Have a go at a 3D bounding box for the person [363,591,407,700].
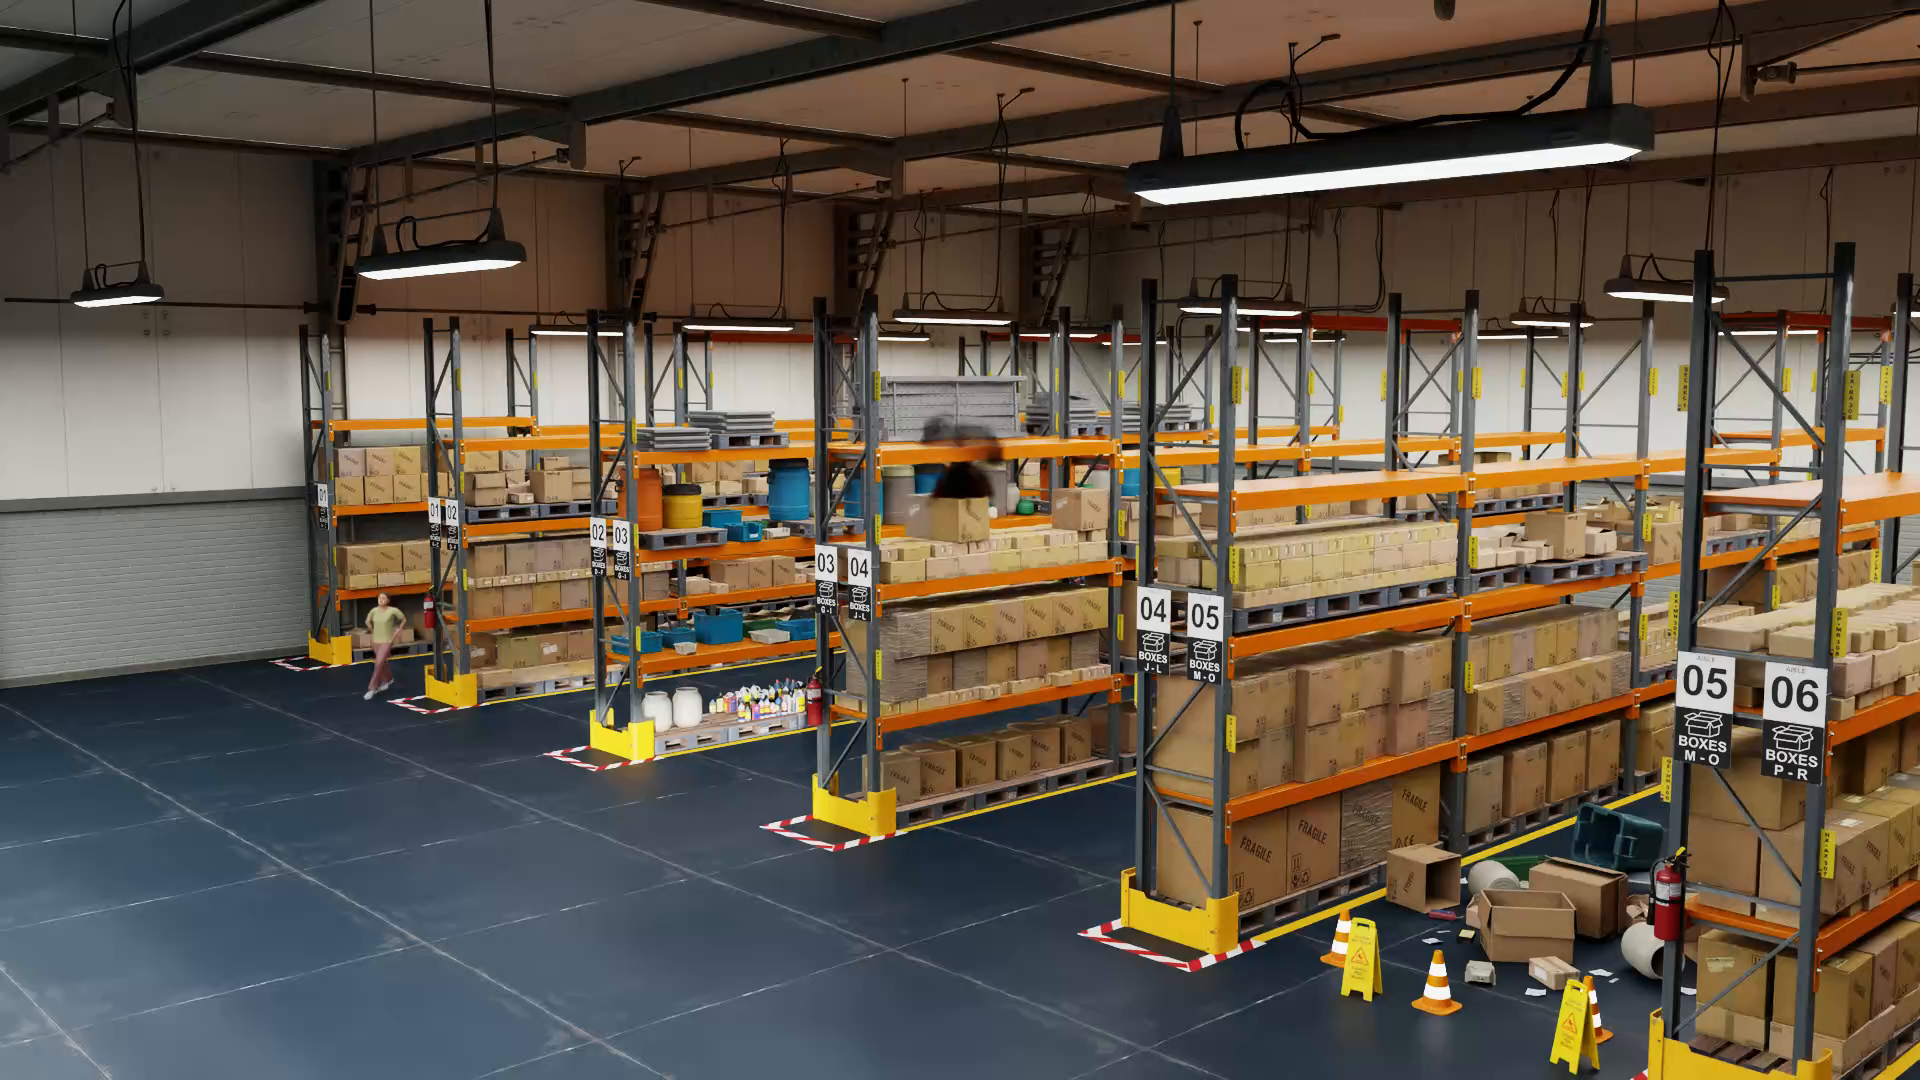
[{"bbox_3d":[-9.186,1.645,26.519,0.603,1.687,0.845,1,6,12],"label":"person"}]
